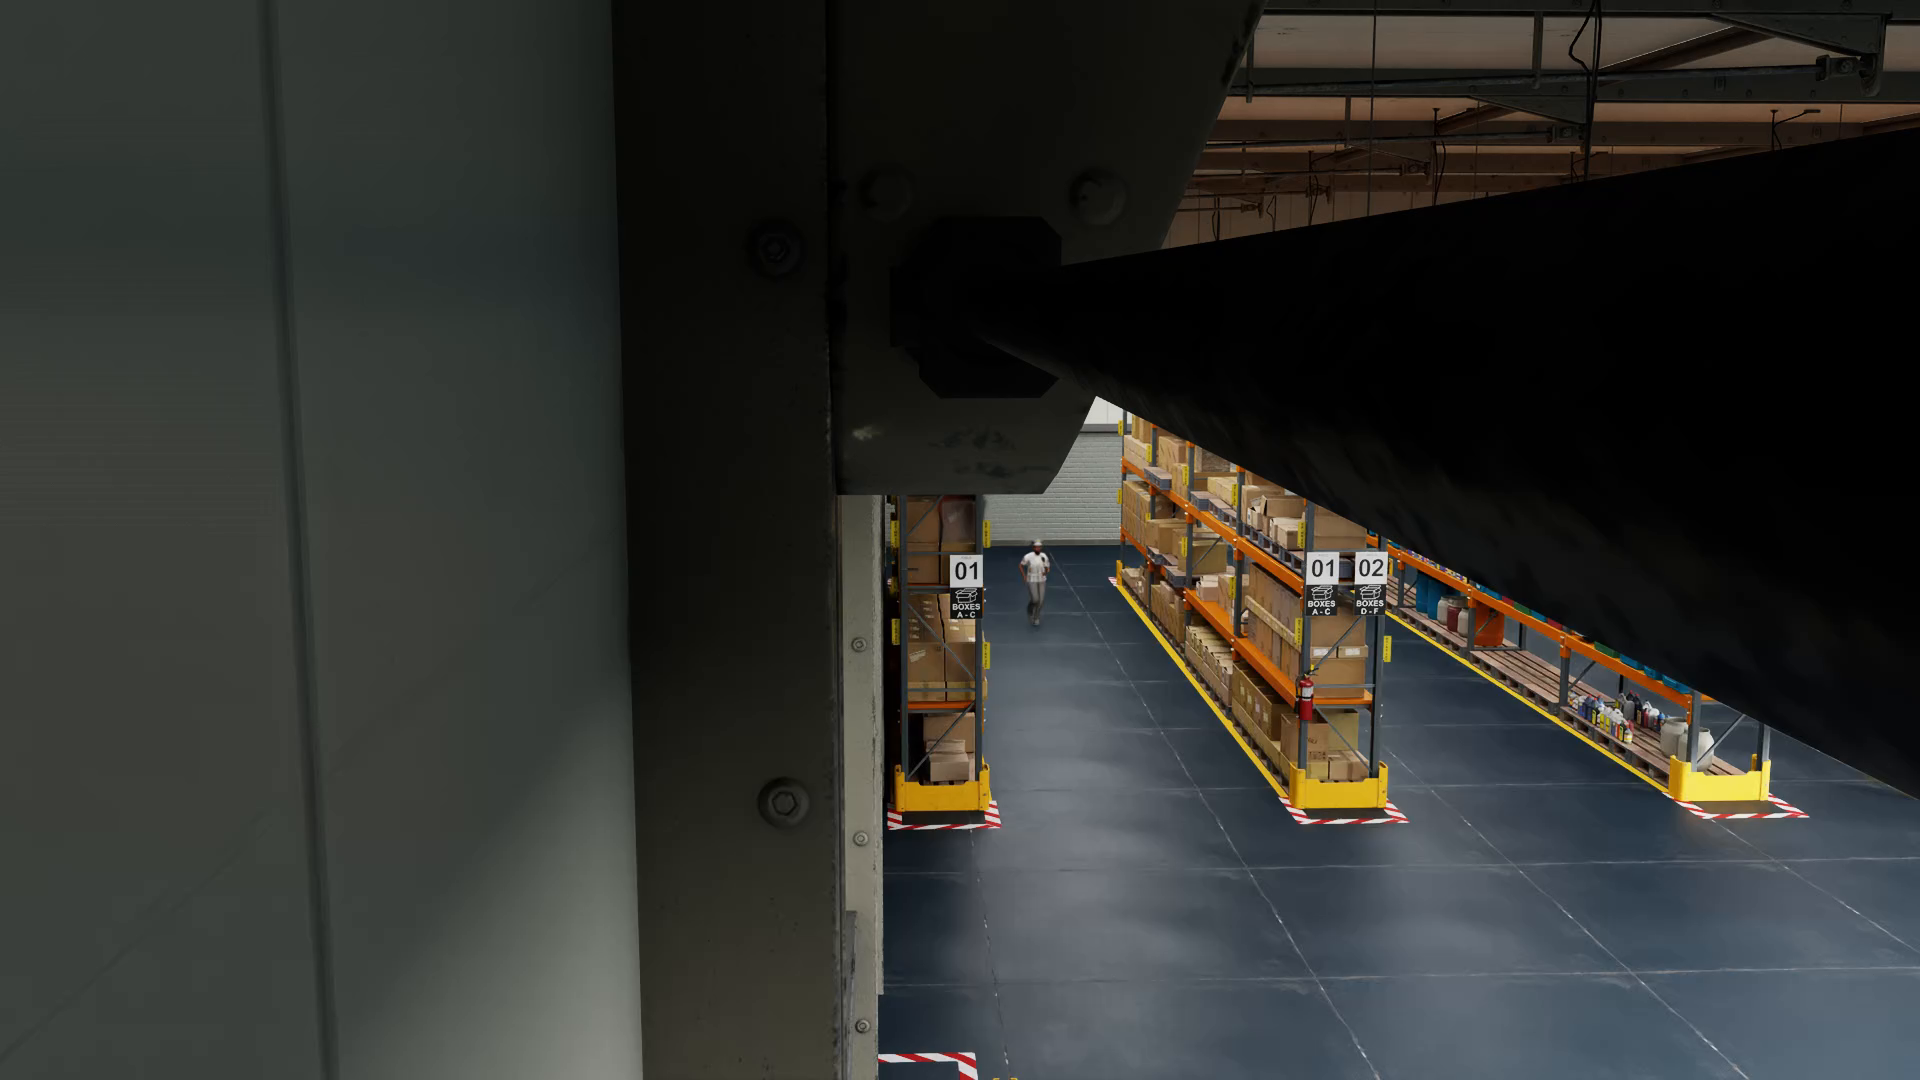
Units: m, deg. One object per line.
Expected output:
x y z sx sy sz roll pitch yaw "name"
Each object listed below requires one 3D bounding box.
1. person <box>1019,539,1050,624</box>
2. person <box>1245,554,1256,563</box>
1.467 0.805 31.862 0.552 1.662 0.617 -2 9 -14 "person"
6.116 0.512 34.156 0.501 1.616 0.759 -2 9 -10 "person"
